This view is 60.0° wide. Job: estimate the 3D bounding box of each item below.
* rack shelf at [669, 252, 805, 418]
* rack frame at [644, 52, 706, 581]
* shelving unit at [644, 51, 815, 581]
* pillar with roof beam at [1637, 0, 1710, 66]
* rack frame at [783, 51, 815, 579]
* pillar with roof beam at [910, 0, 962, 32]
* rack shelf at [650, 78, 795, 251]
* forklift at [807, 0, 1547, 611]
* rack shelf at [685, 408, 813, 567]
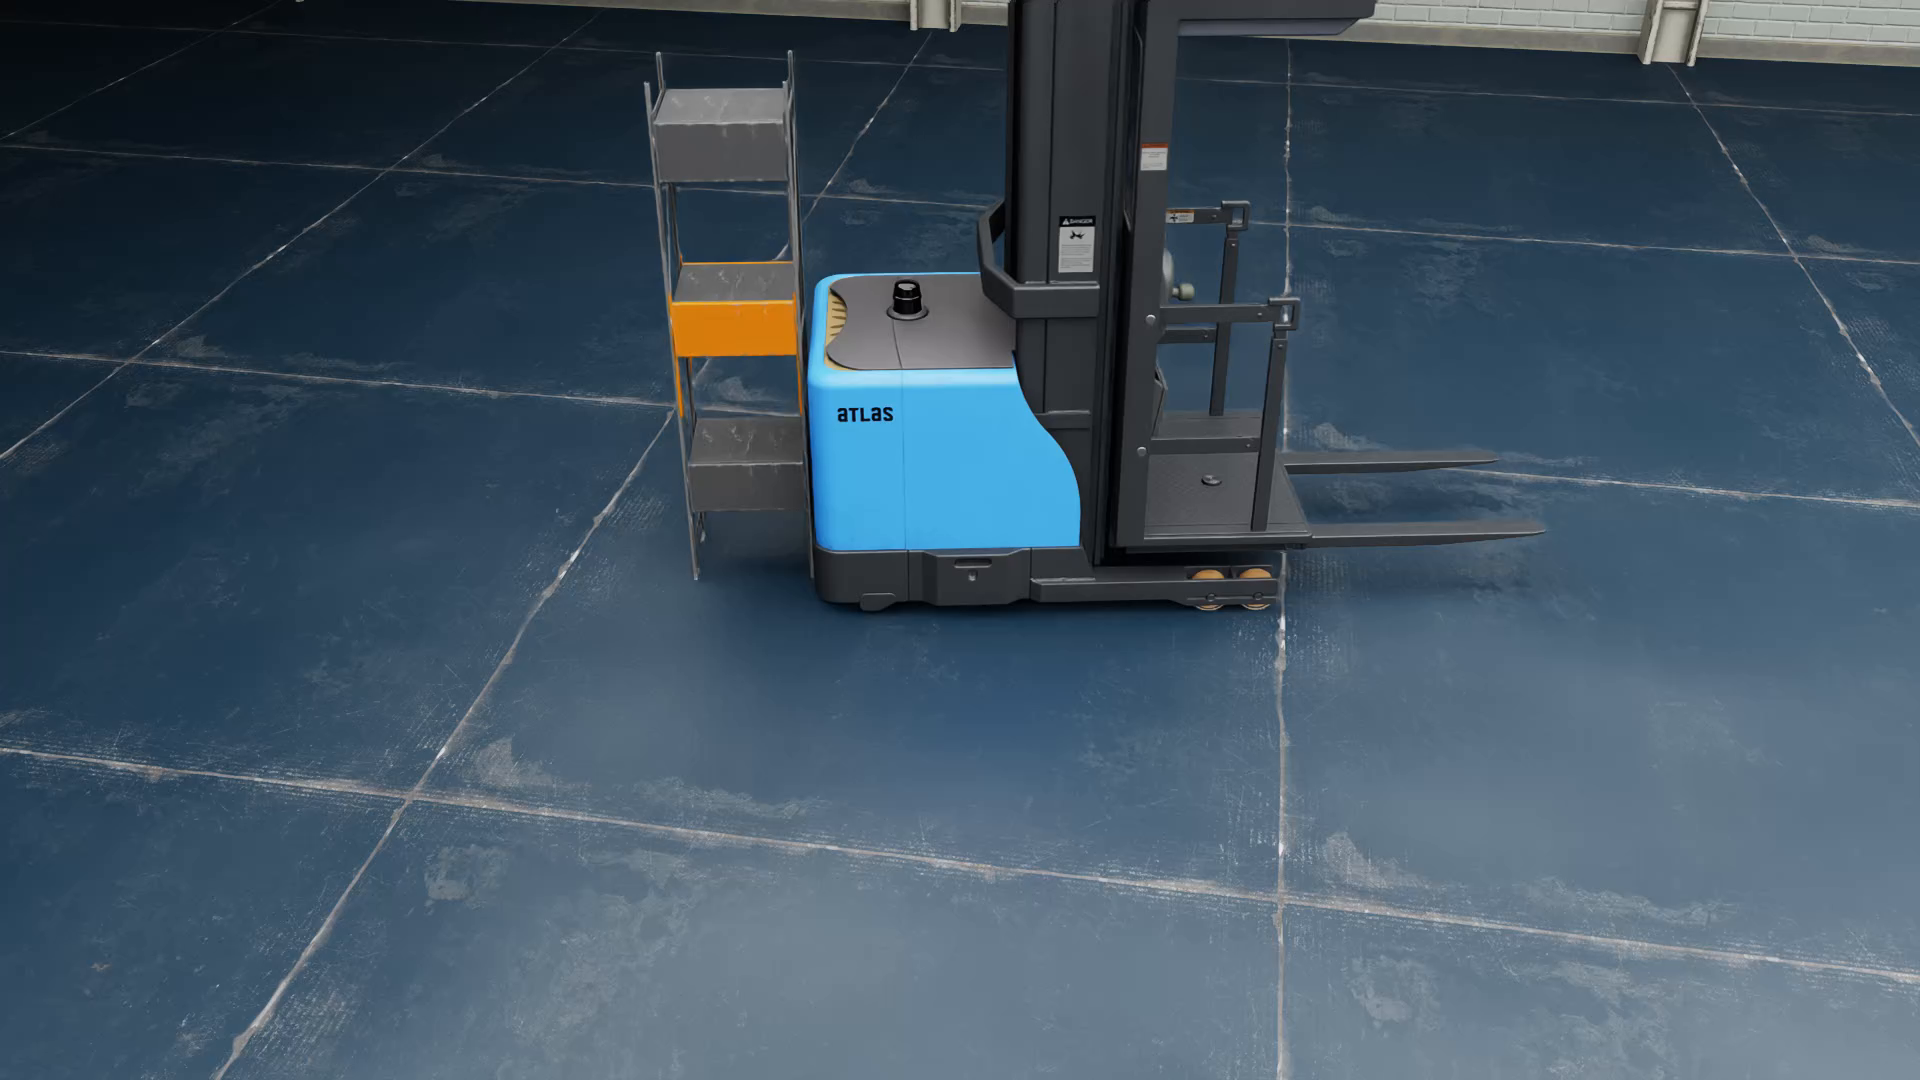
[{"bbox_3d":[-0.871,-0.816,6.601,0.480,0.518,0.431,-1,32,-2],"label":"rack shelf"},{"bbox_3d":[-1.115,-0.823,6.585,0.015,2.100,0.400,-1,32,-2],"label":"rack frame"},{"bbox_3d":[-0.871,-0.828,6.593,0.503,2.100,0.431,-1,32,-2],"label":"shelving unit"},{"bbox_3d":[4.984,-5.453,7.480,0.400,9.000,9.100,5,32,8],"label":"pillar with roof beam"},{"bbox_3d":[-0.627,-0.833,6.602,0.015,2.100,0.400,-1,32,-2],"label":"rack frame"},{"bbox_3d":[-0.930,-5.988,8.336,0.400,9.000,9.100,5,32,8],"label":"pillar with roof beam"},{"bbox_3d":[-0.871,-1.409,6.229,0.480,0.518,0.431,-1,32,-2],"label":"rack shelf"},{"bbox_3d":[0.906,-1.235,6.460,3.031,2.935,1.130,-1,32,-2],"label":"forklift"},{"bbox_3d":[-0.871,-0.223,6.972,0.480,0.518,0.431,-1,32,-2],"label":"rack shelf"}]
